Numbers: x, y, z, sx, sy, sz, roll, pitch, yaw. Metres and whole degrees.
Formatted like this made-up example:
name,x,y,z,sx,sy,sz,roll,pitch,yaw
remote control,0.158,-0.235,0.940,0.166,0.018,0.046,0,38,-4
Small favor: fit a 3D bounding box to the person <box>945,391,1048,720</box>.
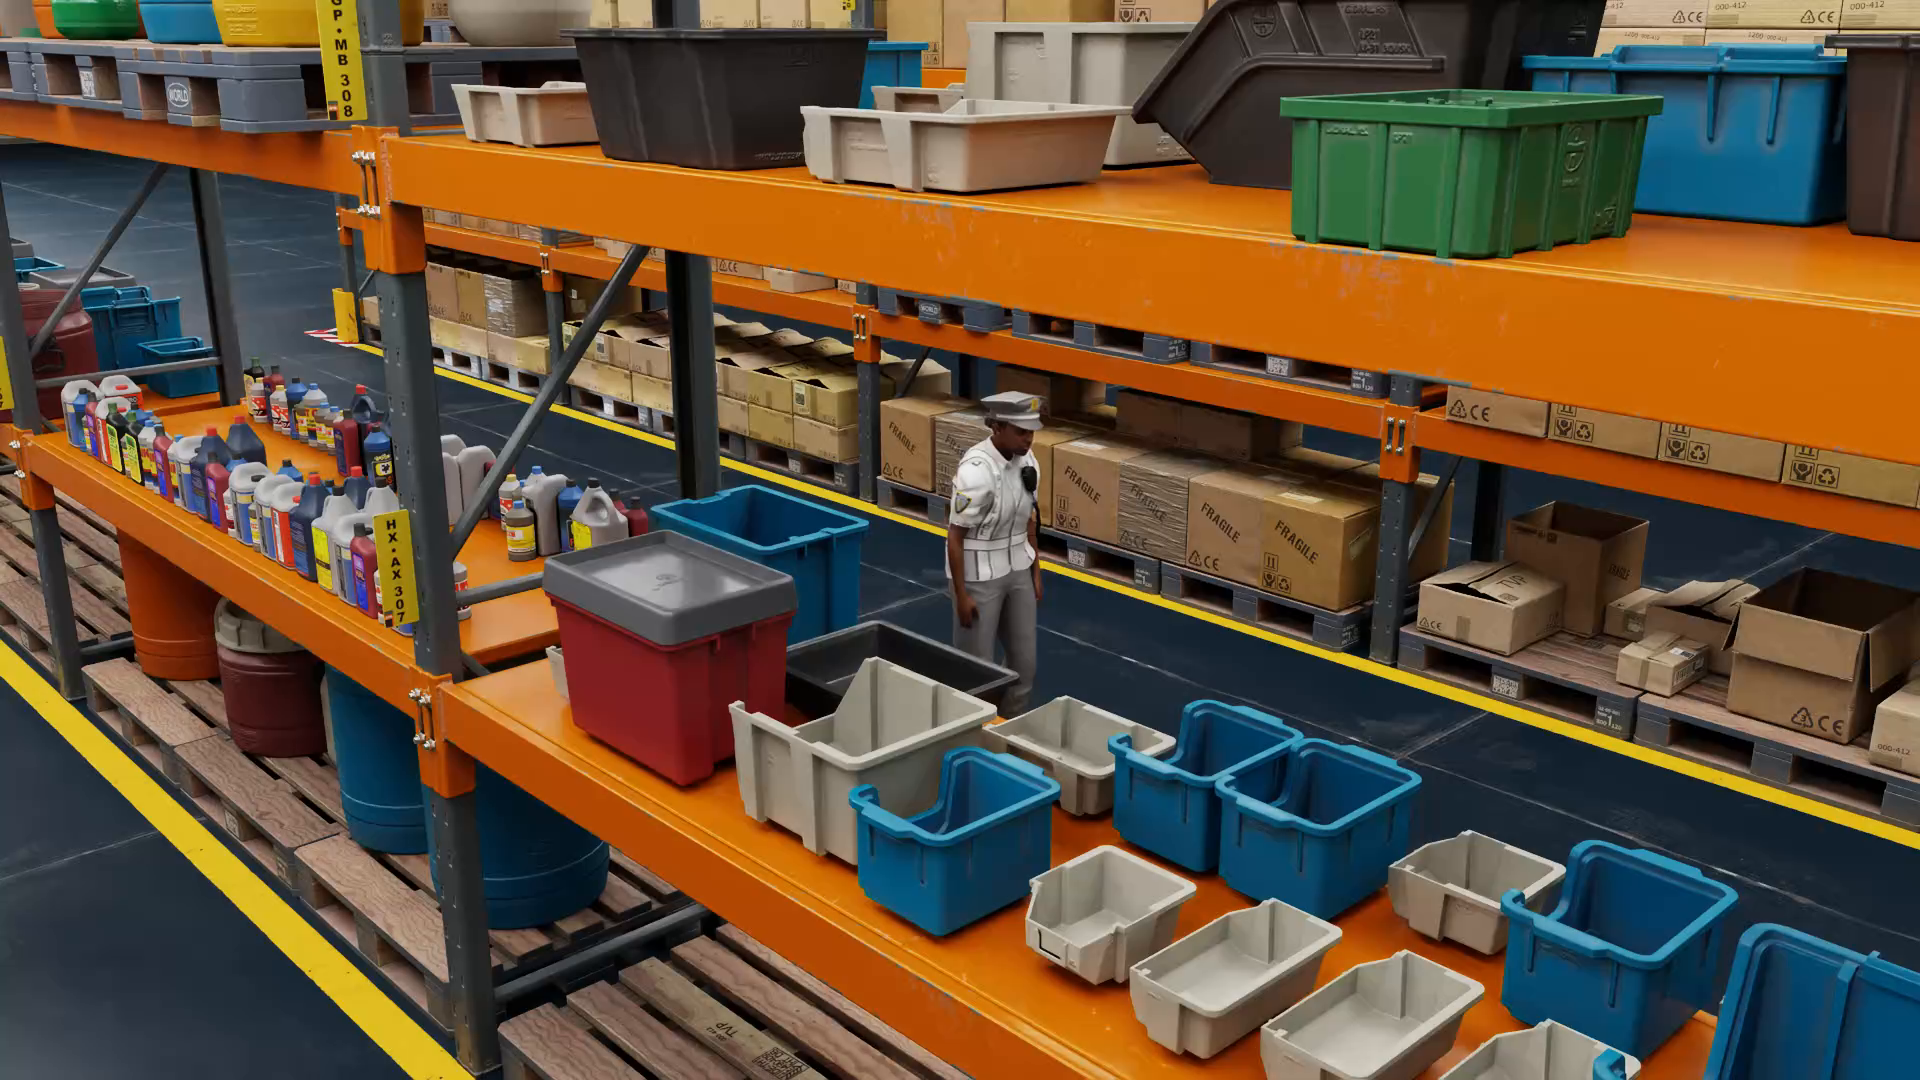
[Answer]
name,x,y,z,sx,sy,sz,roll,pitch,yaw
person,0.157,0.190,6.948,0.512,1.657,0.416,-16,24,-41
